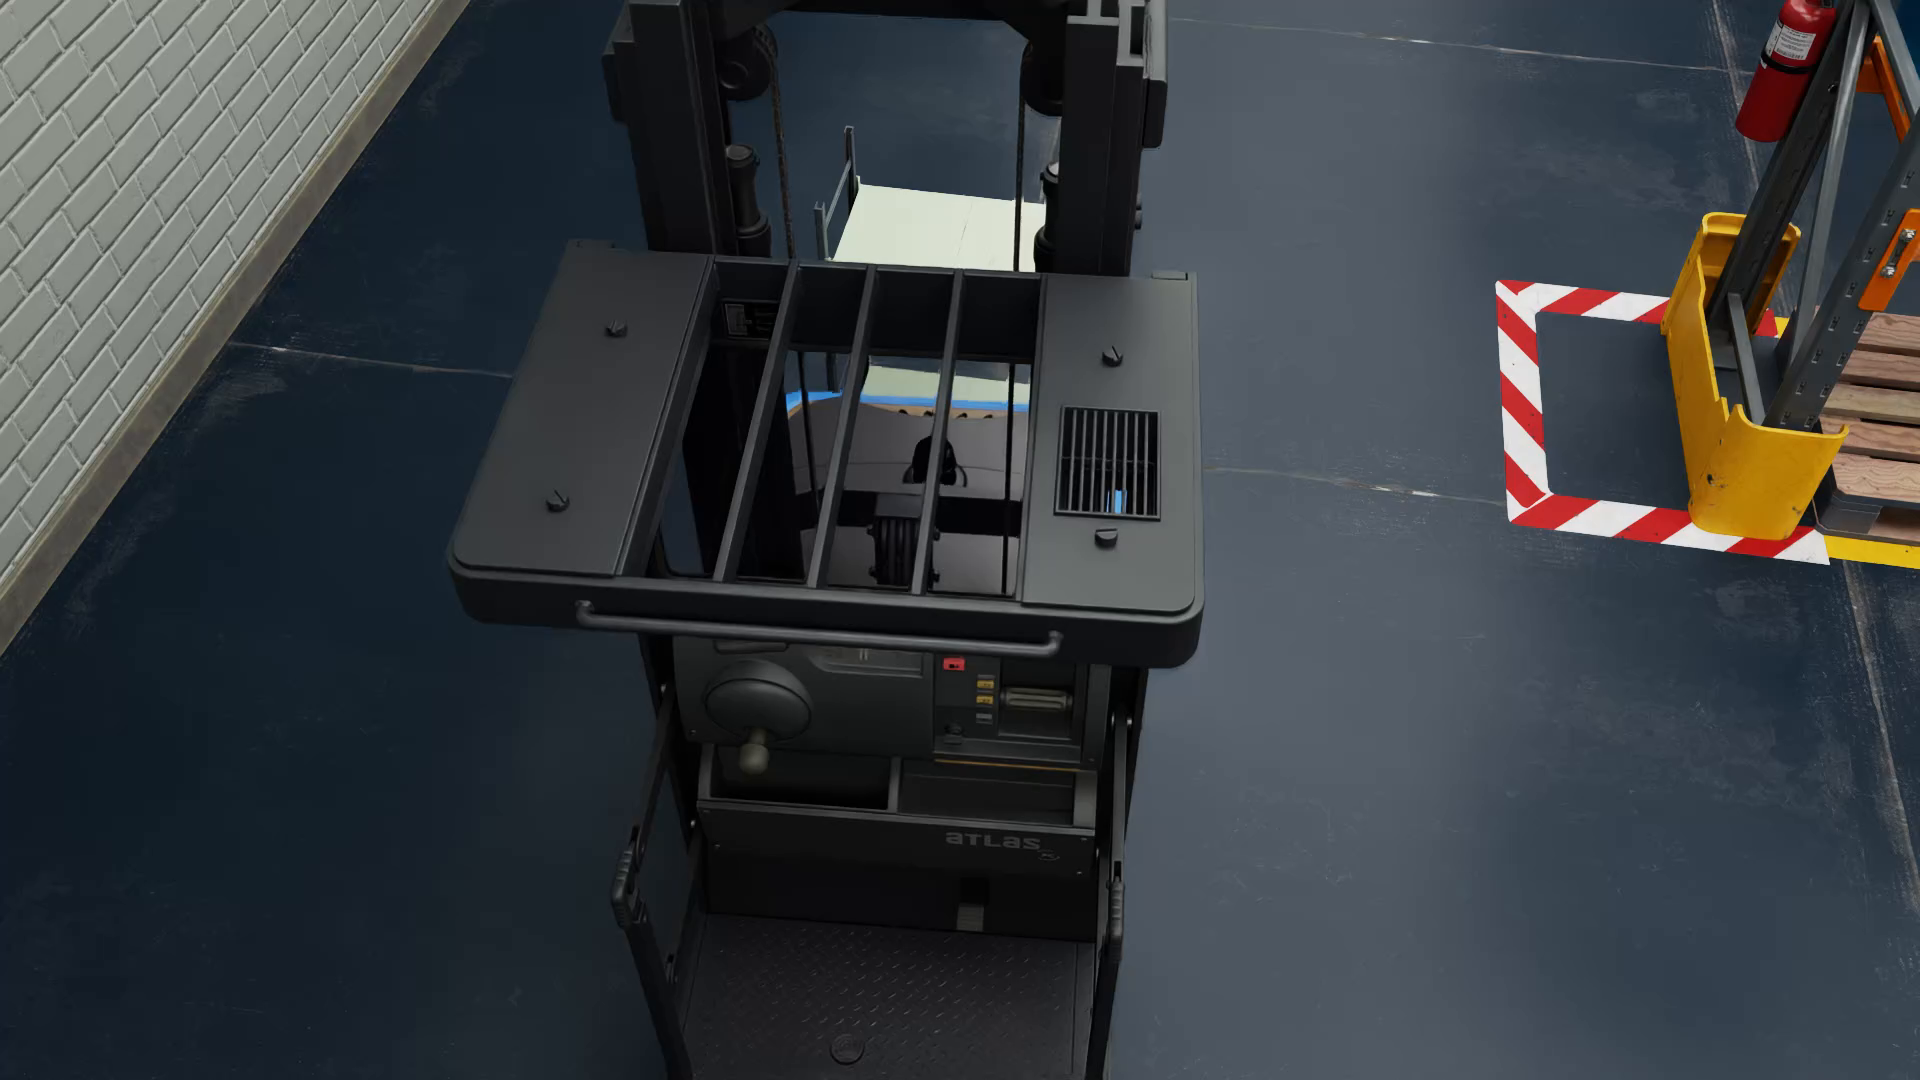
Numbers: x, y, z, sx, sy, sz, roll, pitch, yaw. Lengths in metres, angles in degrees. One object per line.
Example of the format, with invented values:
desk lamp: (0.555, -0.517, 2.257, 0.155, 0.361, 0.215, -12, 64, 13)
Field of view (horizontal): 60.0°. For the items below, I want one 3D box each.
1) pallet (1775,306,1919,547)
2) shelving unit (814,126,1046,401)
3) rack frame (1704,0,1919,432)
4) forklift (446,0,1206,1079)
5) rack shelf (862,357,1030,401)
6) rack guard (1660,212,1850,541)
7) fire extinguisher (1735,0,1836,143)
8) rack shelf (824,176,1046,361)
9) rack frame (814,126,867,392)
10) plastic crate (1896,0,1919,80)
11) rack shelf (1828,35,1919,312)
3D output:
pallet: (3.648, -0.378, 5.948, 1.213, 0.211, 1.003, 8, 49, 7)
shelving unit: (0.007, -0.500, 5.191, 0.755, 1.500, 0.431, 8, 49, 7)
rack frame: (2.843, -1.448, 5.034, 0.127, 3.000, 1.000, 8, 49, 7)
forklift: (-0.162, 0.426, 3.396, 1.130, 2.935, 3.031, 4, 48, 3)
rack shelf: (0.007, -0.282, 5.434, 0.720, 0.370, 0.431, 8, 49, 7)
rack guard: (2.817, -0.606, 5.958, 0.348, 0.500, 1.175, 8, 49, 7)
fire extinguisher: (2.775, -1.650, 5.518, 0.183, 0.674, 0.296, 8, 49, 7)
rack shelf: (0.007, -0.761, 4.901, 0.720, 0.370, 0.431, 8, 49, 7)
rack frame: (-0.354, -0.549, 5.235, 0.023, 1.500, 0.400, 8, 49, 7)
plastic crate: (3.206, -1.572, 5.082, 0.499, 0.435, 0.616, 8, 49, 7)
rack shelf: (4.811, -0.943, 5.064, 4.000, 0.370, 1.077, 8, 49, 7)
